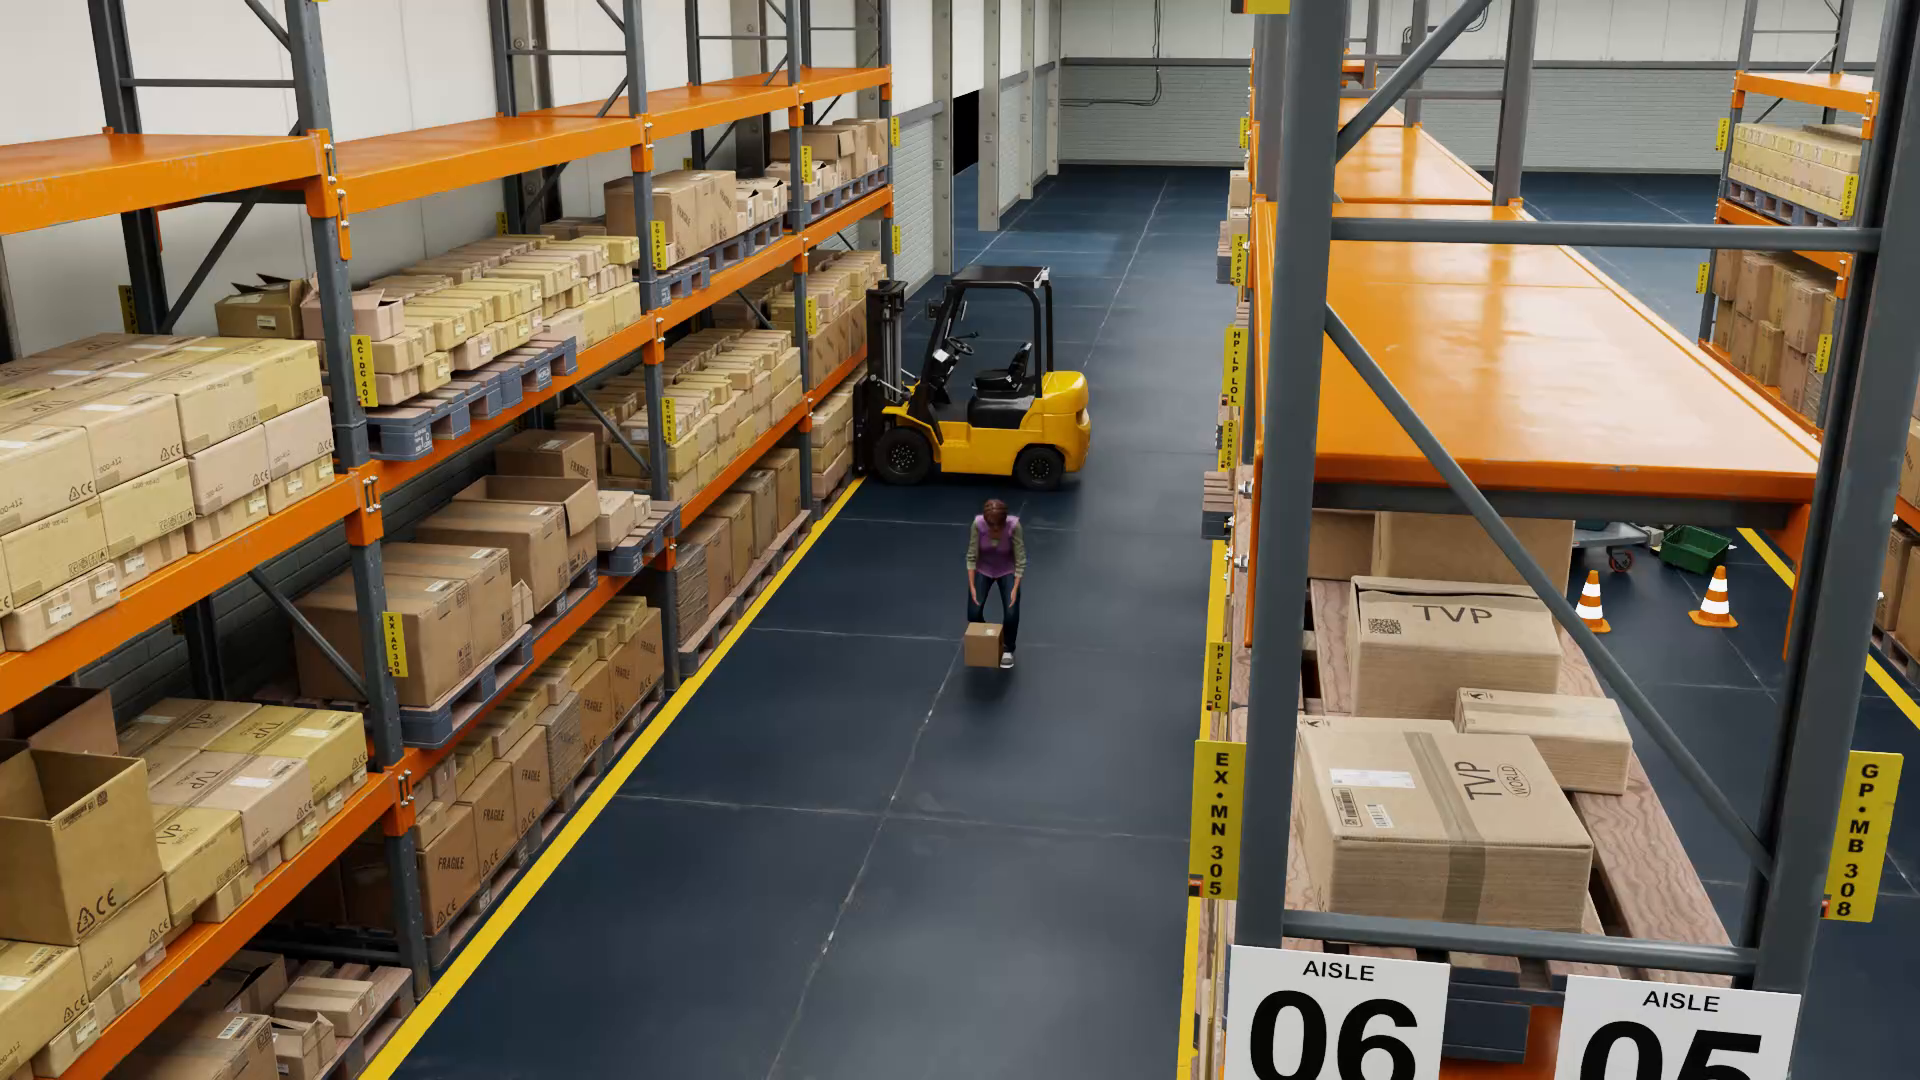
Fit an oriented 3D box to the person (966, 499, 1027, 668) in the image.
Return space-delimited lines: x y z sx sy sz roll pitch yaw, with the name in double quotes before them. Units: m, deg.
"person" 0.284 0.310 12.527 0.460 1.357 0.601 3 18 9
